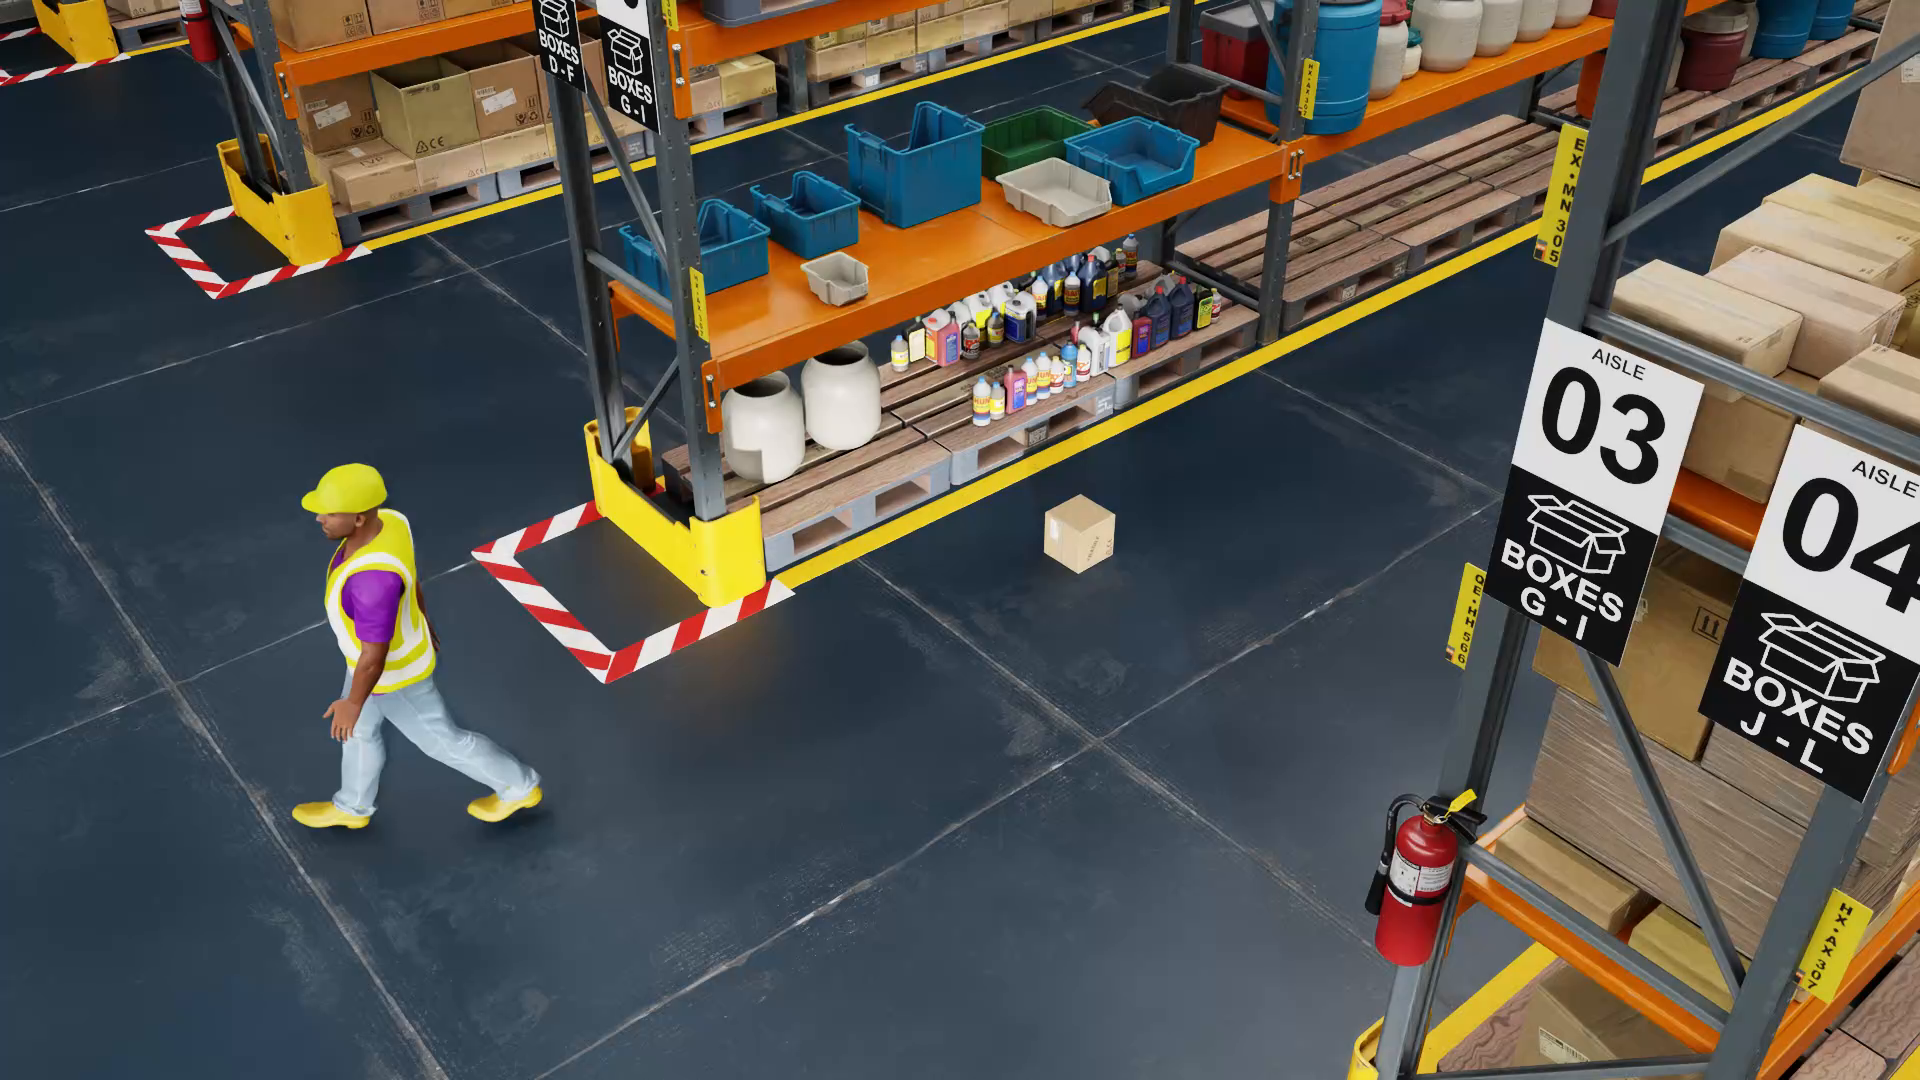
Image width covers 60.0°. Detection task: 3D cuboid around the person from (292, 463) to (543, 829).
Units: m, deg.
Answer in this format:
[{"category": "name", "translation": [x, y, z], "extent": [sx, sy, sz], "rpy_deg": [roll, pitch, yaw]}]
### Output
[{"category": "person", "translation": [-2.232, 0.469, 6.414], "extent": [0.996, 1.733, 0.588], "rpy_deg": [-12, 37, -16]}]
